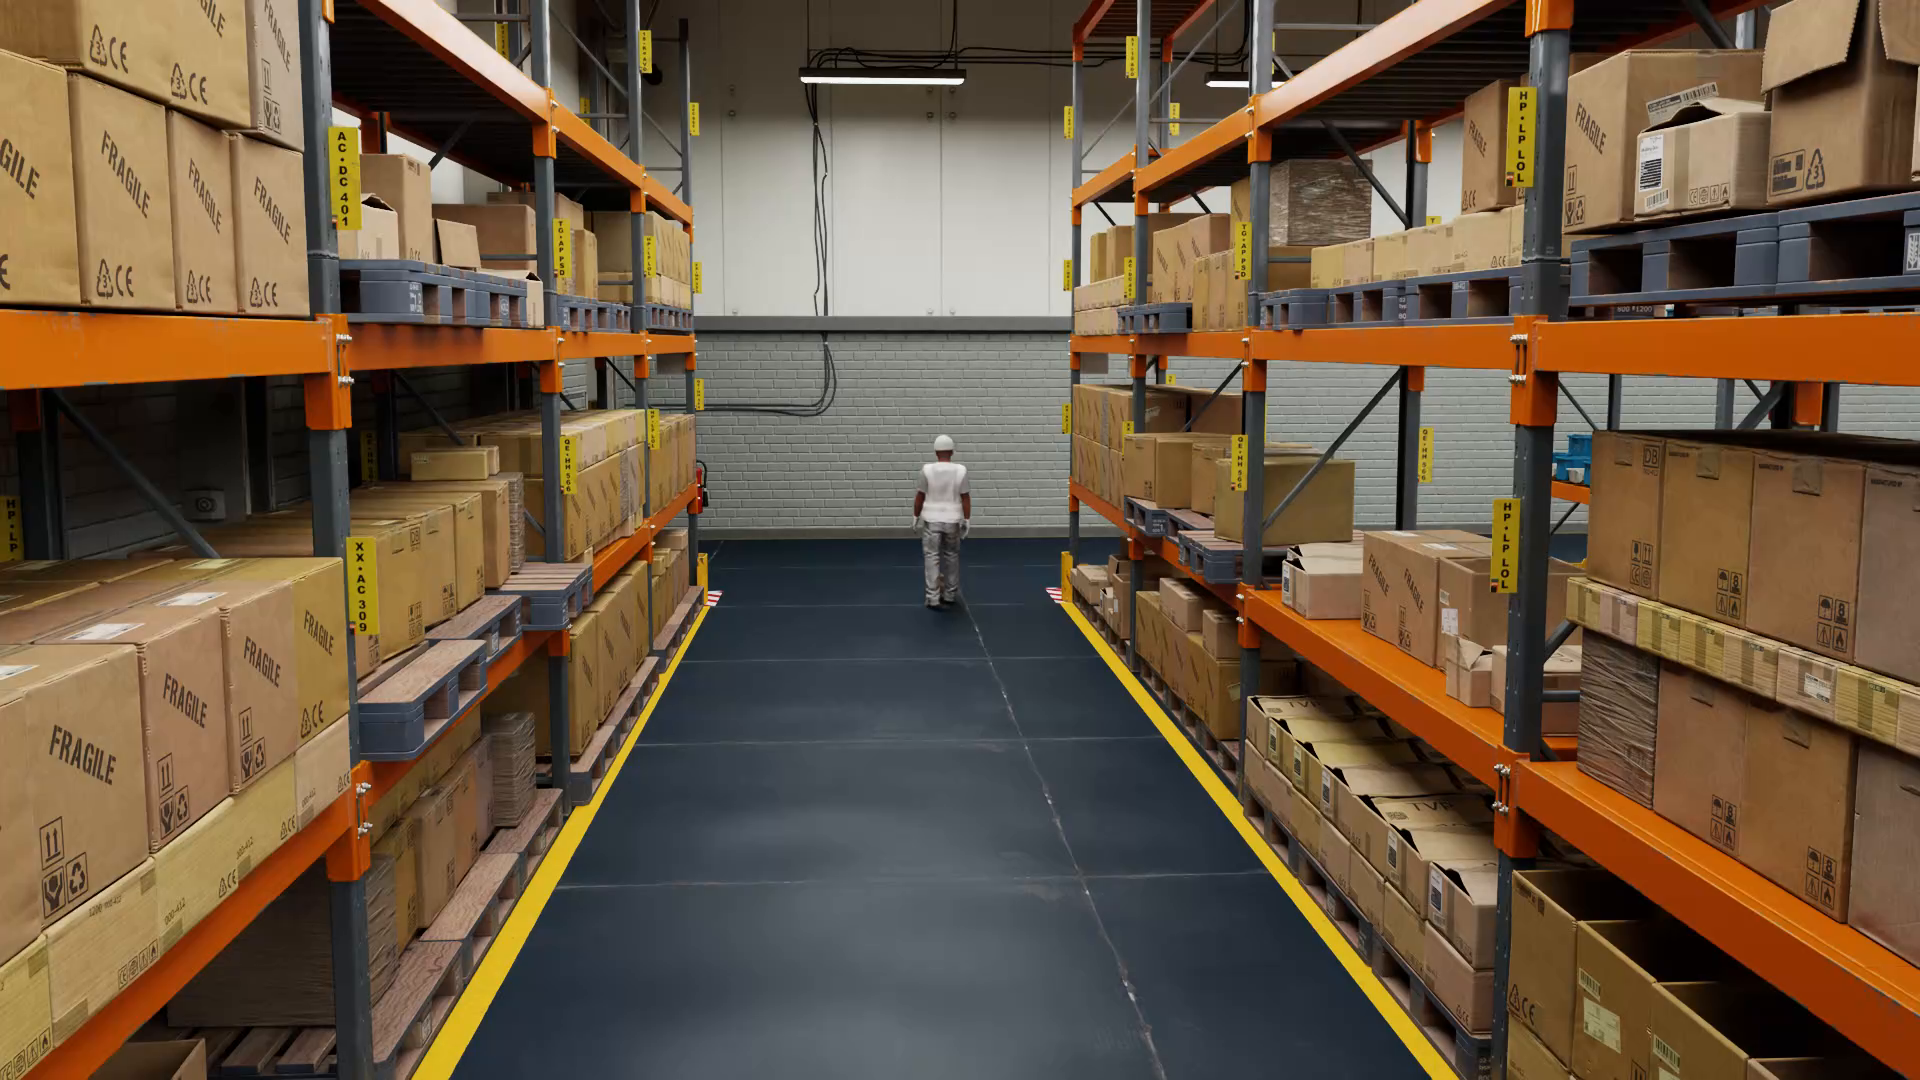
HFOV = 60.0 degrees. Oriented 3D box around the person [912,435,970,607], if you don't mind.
[{"bbox_3d":[-0.210,-0.209,17.324,0.578,1.772,0.774,-1,7,-10],"label":"person"}]
